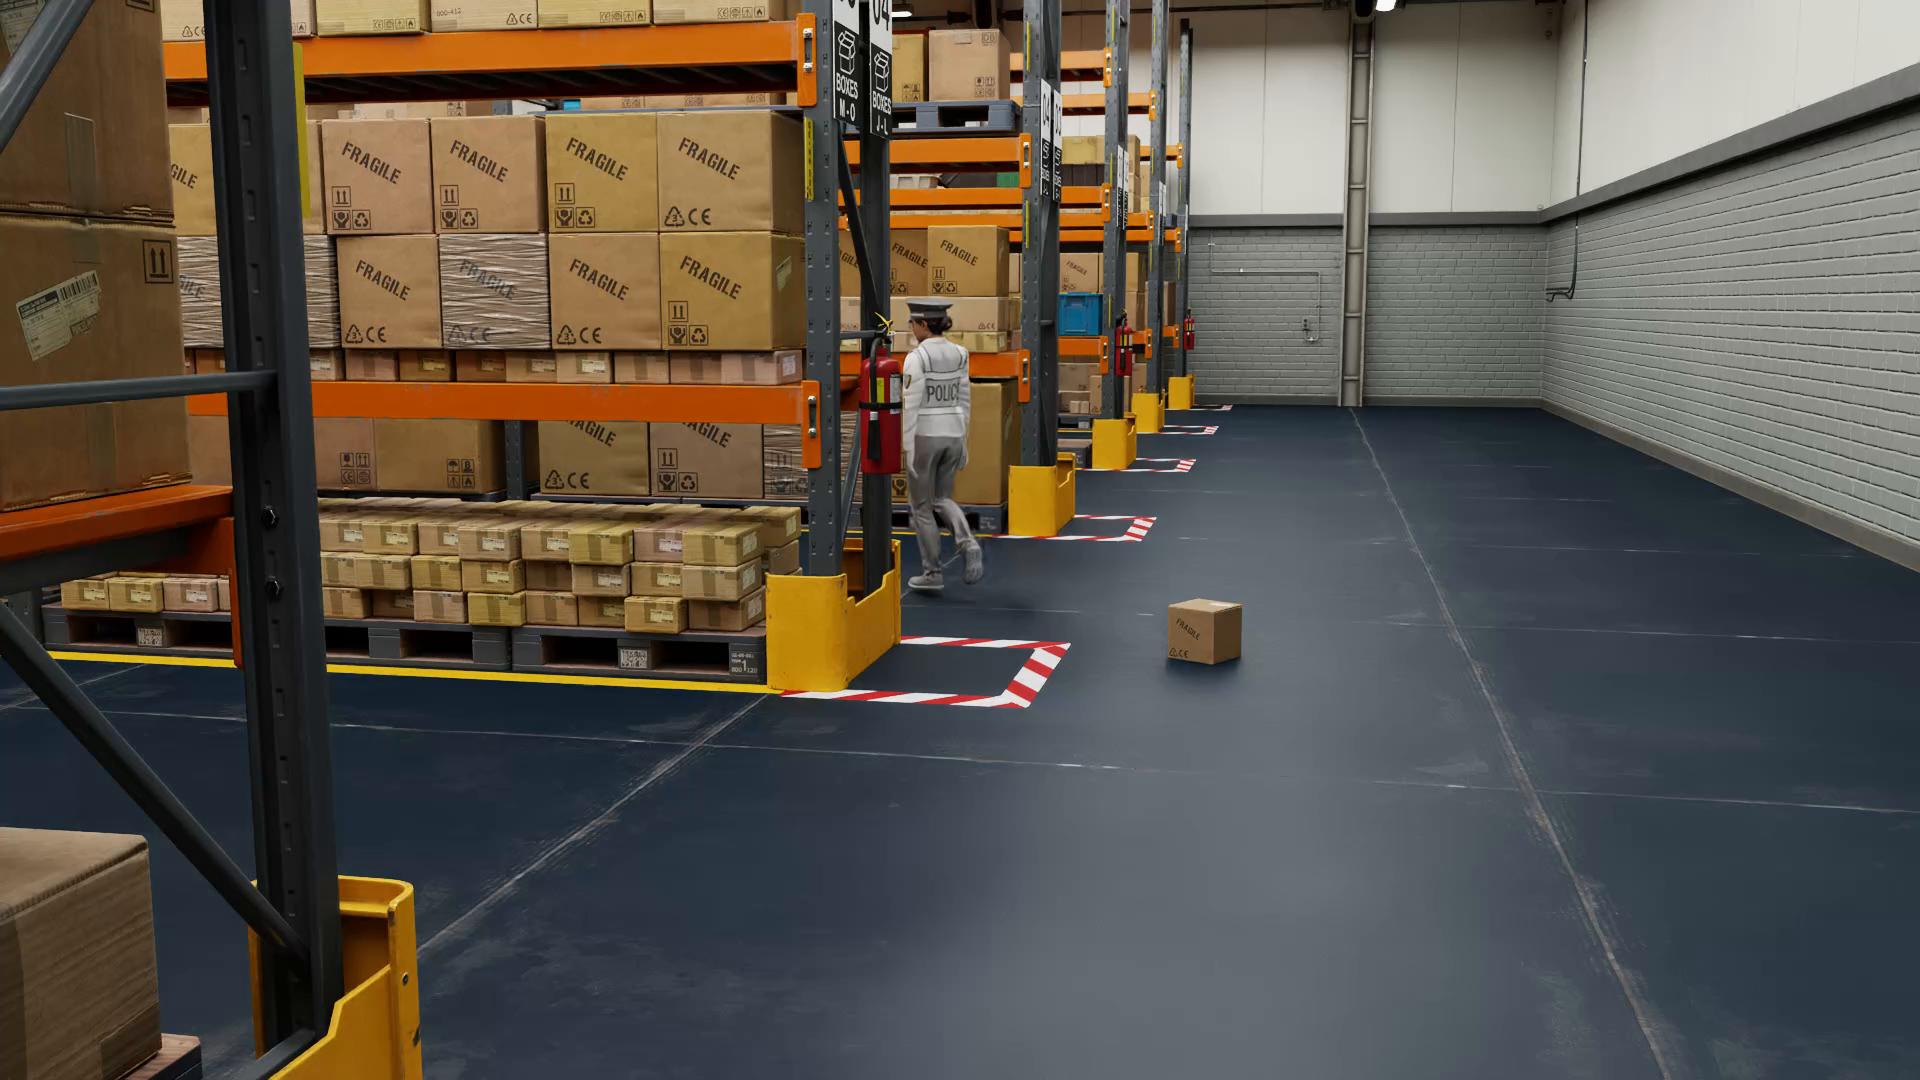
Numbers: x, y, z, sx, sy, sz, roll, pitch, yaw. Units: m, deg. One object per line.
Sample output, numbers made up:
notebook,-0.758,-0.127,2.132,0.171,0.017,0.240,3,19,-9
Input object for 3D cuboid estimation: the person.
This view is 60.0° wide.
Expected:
person,-0.122,-0.529,9.368,0.502,1.658,0.482,-7,10,-39
